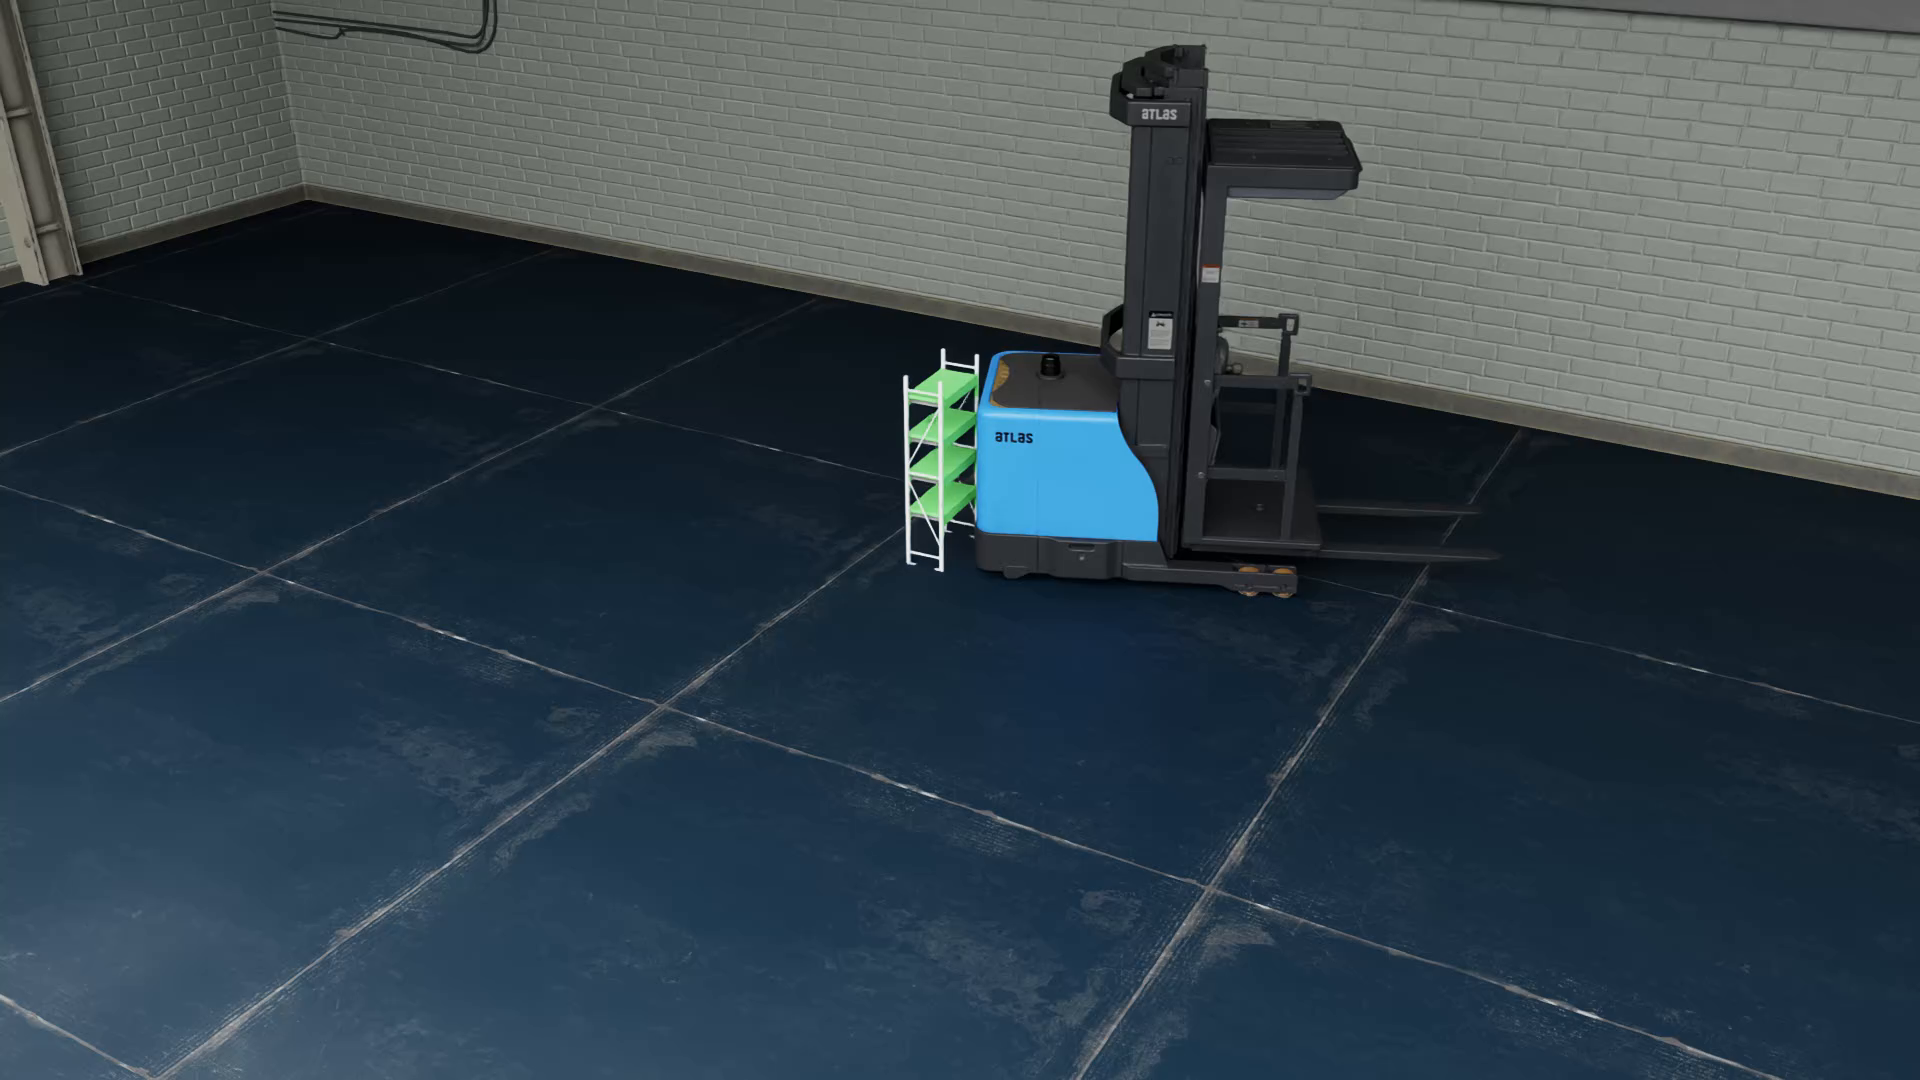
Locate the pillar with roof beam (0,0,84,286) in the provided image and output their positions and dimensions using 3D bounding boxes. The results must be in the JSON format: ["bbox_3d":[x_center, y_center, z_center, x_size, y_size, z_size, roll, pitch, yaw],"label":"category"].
[{"bbox_3d":[-4.419,-5.443,11.070,9.100,9.000,0.400,14,30,26],"label":"pillar with roof beam"}]

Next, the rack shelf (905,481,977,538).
[{"bbox_3d":[-0.104,-0.200,9.988,0.258,0.148,0.480,12,29,22],"label":"rack shelf"}]

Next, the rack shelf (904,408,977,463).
[{"bbox_3d":[-0.104,-0.629,9.773,0.258,0.148,0.480,12,29,22],"label":"rack shelf"}]

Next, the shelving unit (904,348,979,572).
[{"bbox_3d":[-0.104,-0.472,9.852,0.258,1.200,0.503,12,29,22],"label":"shelving unit"}]

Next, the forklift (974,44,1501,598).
[{"bbox_3d":[1.637,-1.230,9.432,3.031,2.935,1.130,3,27,6],"label":"forklift"}]

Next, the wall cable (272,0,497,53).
[{"bbox_3d":[-5.567,-5.859,15.371,3.097,2.526,0.112,14,30,26],"label":"wall cable"}]

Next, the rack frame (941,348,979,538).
[{"bbox_3d":[0.000,-0.570,10.049,0.240,1.200,0.015,12,29,22],"label":"rack frame"}]

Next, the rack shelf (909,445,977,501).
[{"bbox_3d":[-0.104,-0.415,9.881,0.258,0.148,0.480,12,29,22],"label":"rack shelf"}]

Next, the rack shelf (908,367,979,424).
[{"bbox_3d":[-0.104,-0.844,9.666,0.258,0.148,0.480,12,29,22],"label":"rack shelf"}]

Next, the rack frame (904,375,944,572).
[{"bbox_3d":[-0.209,-0.373,9.655,0.240,1.200,0.015,12,29,22],"label":"rack frame"}]
